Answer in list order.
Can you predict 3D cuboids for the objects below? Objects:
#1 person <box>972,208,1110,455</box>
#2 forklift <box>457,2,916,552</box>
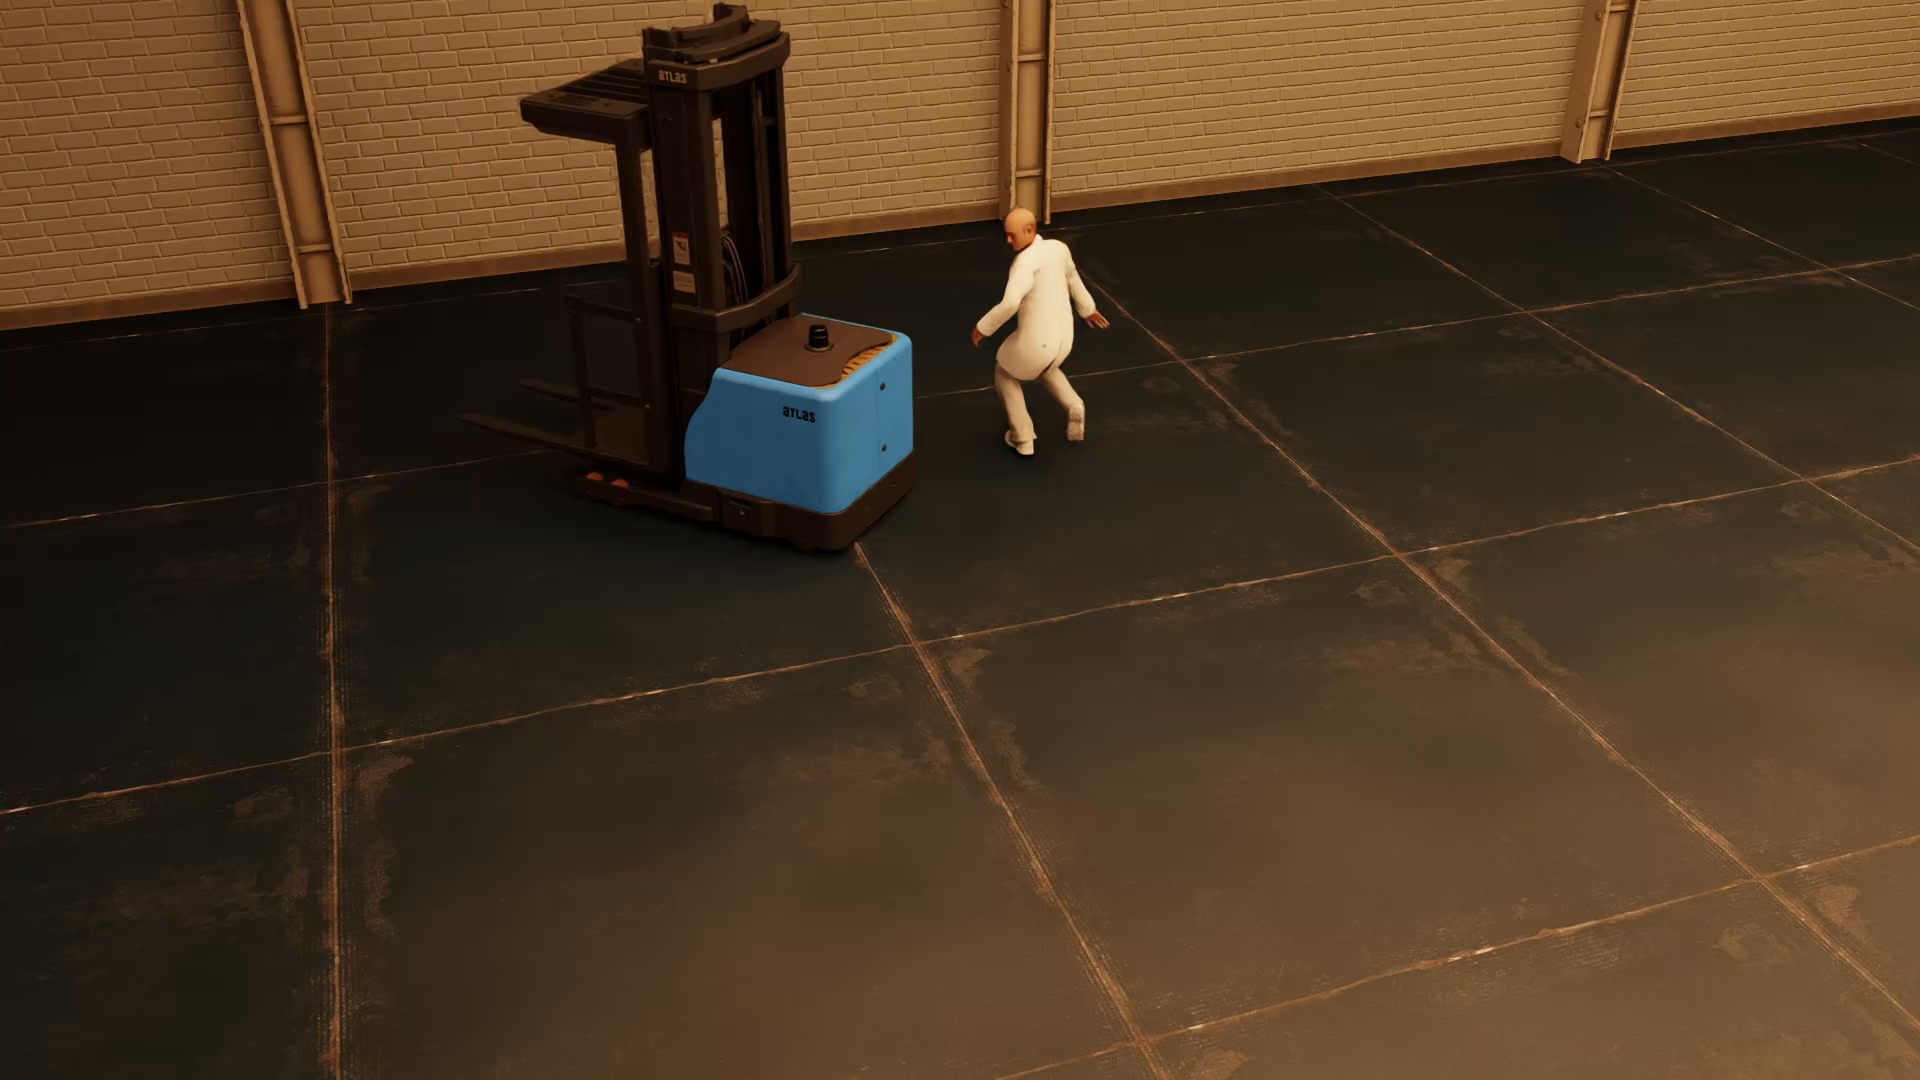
[{"bbox_3d":[0.560,-1.349,10.844,1.027,1.636,0.538,-26,39,-37],"label":"person"},{"bbox_3d":[-1.829,-1.701,10.043,3.031,2.935,1.130,14,33,23],"label":"forklift"}]
